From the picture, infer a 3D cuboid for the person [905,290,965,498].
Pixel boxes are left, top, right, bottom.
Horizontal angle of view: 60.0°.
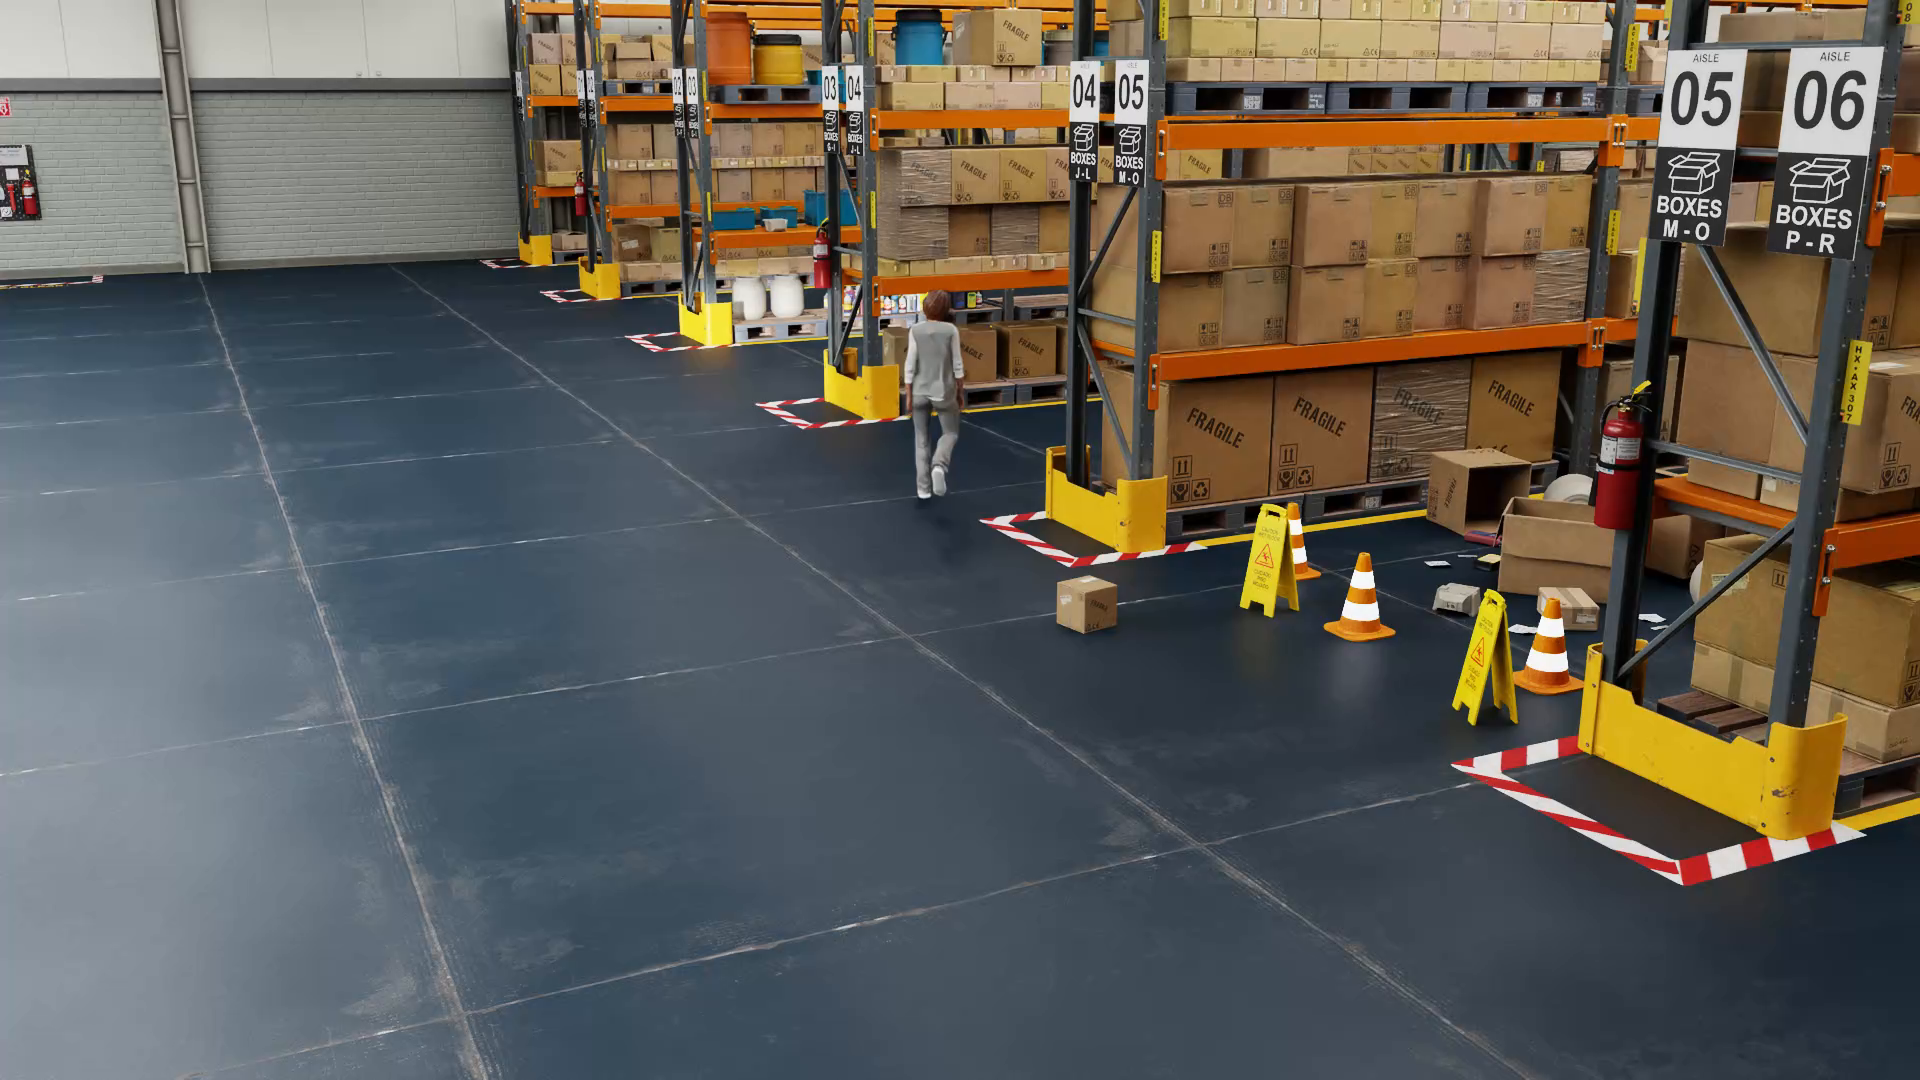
[{"bbox_3d":[-0.189,-1.043,12.280,0.436,1.551,0.582,1,16,5],"label":"person"}]
